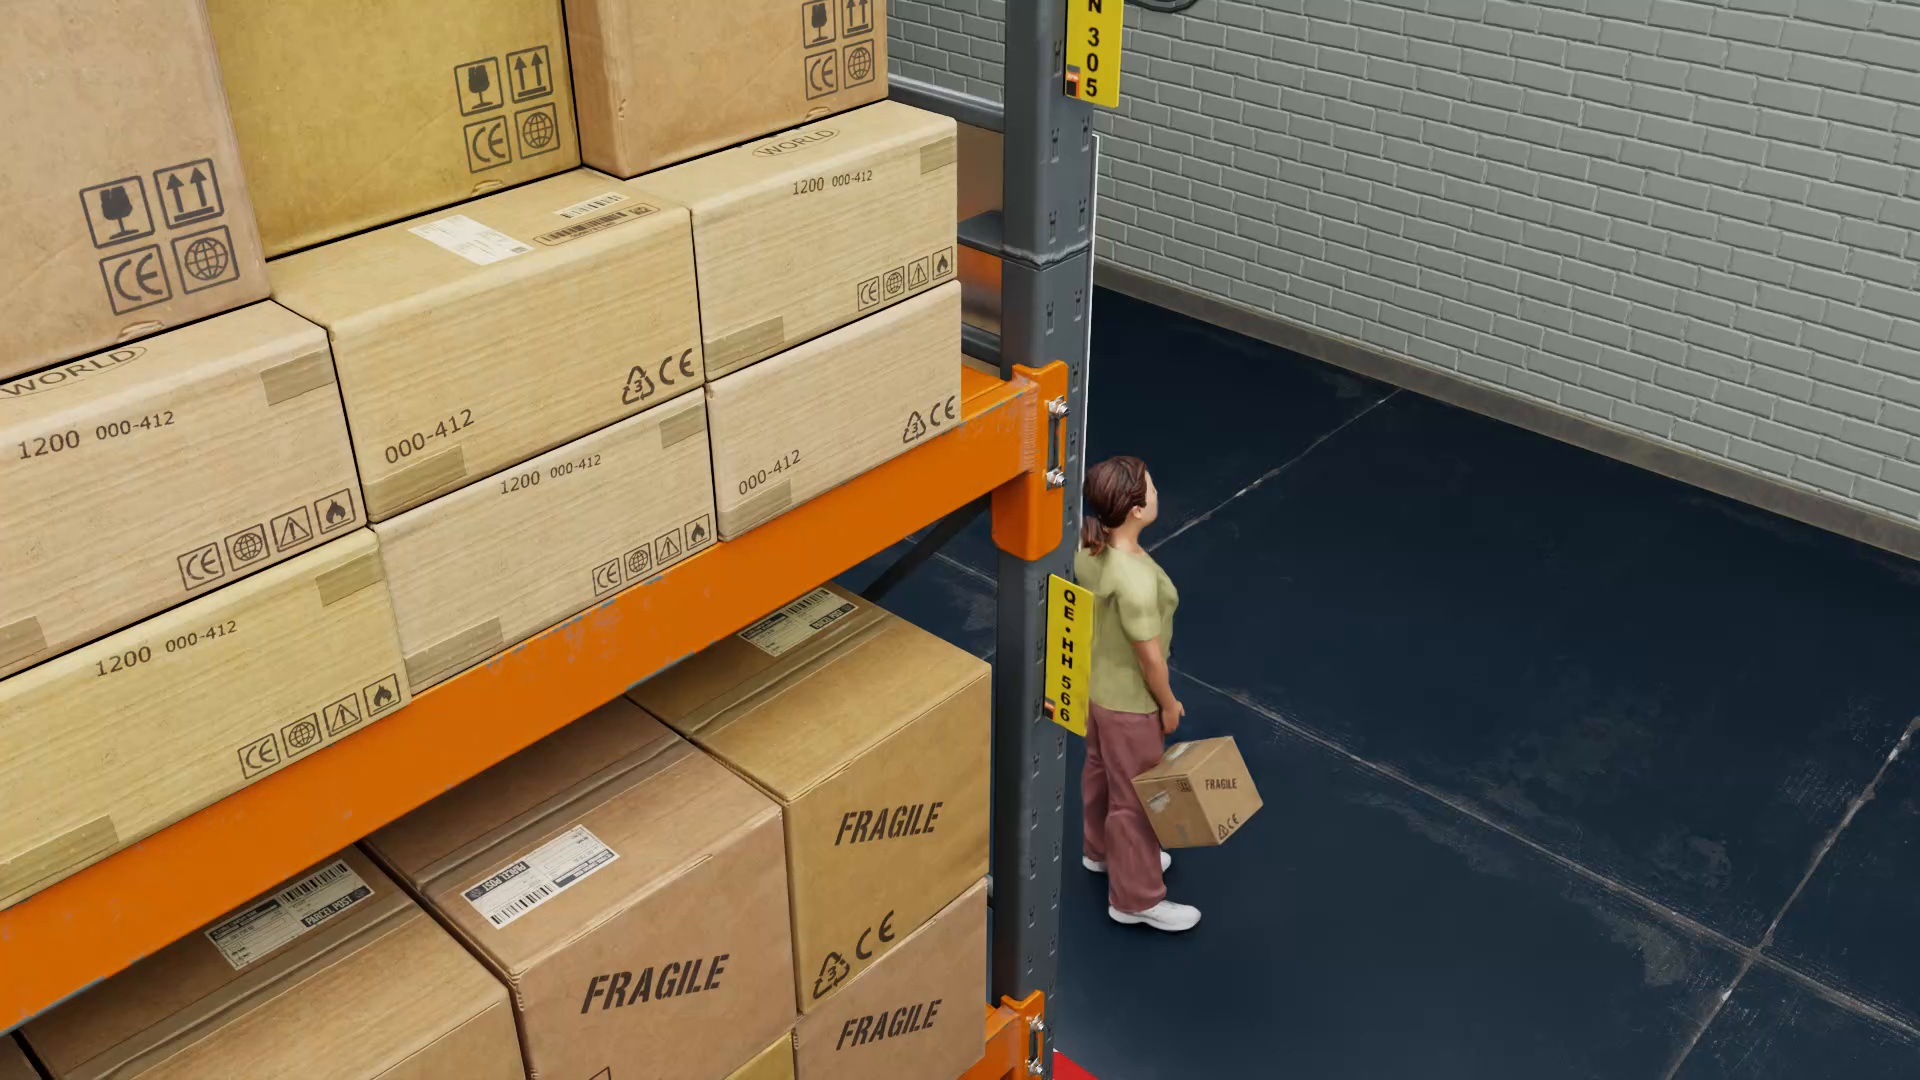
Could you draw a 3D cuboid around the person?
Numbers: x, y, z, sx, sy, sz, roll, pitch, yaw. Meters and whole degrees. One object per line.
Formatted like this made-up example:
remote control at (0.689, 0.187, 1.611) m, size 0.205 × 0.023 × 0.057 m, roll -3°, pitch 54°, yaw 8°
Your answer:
person at (0.551, 0.494, 5.294) m, size 0.433 × 1.686 × 0.516 m, roll -11°, pitch 33°, yaw -18°
